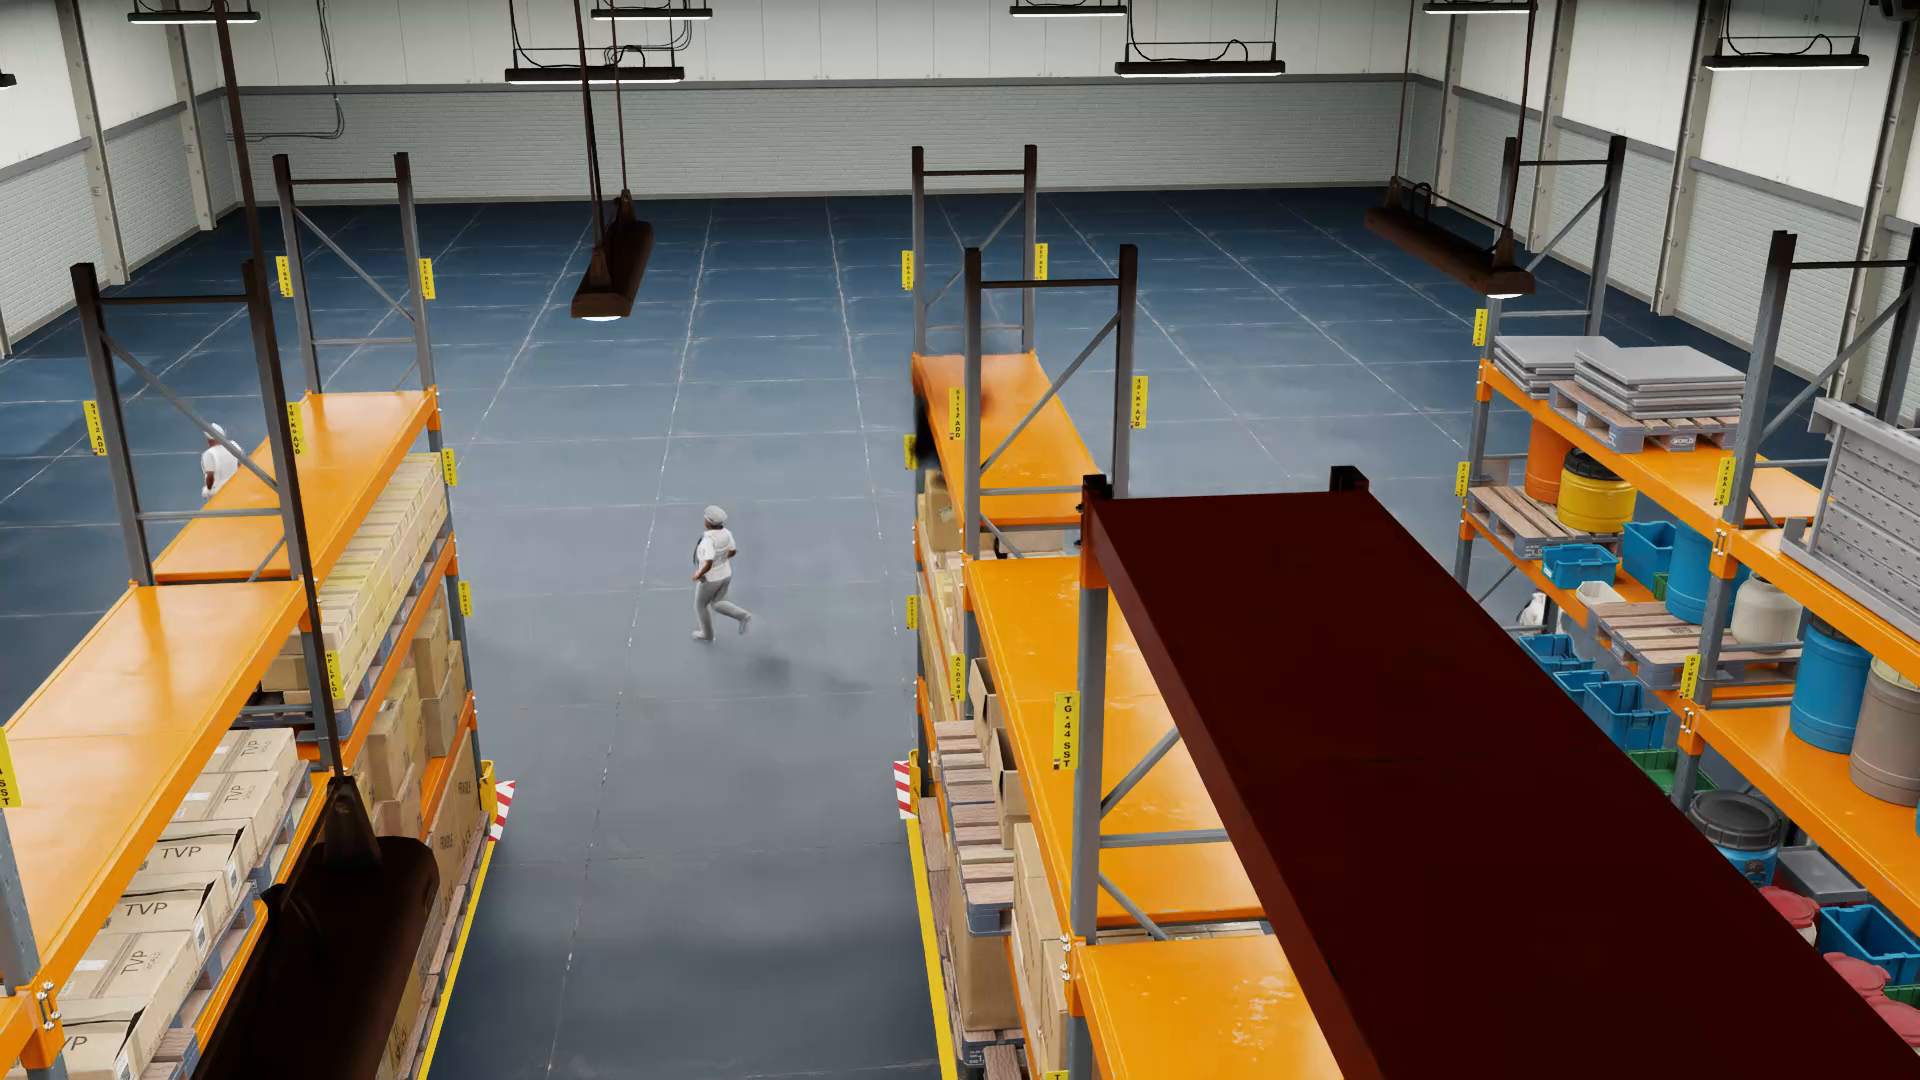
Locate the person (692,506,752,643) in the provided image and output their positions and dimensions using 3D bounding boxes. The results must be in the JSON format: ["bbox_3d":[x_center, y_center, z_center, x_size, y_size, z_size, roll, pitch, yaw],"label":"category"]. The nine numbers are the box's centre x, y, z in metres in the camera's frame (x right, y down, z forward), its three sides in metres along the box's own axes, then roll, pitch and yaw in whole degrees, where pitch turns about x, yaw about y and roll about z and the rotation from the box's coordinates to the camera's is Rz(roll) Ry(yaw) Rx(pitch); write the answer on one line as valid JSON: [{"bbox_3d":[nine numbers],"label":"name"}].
[{"bbox_3d":[-2.709,0.411,18.378,0.773,1.657,0.593,12,25,29],"label":"person"}]

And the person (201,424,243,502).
[{"bbox_3d":[-9.159,-0.605,20.811,0.795,1.764,0.678,11,24,26],"label":"person"}]

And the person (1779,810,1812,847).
[{"bbox_3d":[7.144,2.039,14.103,0.644,1.823,0.793,-5,22,-13],"label":"person"}]

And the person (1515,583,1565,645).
[{"bbox_3d":[5.762,1.038,16.673,0.736,1.746,0.571,-17,27,-37],"label":"person"}]
